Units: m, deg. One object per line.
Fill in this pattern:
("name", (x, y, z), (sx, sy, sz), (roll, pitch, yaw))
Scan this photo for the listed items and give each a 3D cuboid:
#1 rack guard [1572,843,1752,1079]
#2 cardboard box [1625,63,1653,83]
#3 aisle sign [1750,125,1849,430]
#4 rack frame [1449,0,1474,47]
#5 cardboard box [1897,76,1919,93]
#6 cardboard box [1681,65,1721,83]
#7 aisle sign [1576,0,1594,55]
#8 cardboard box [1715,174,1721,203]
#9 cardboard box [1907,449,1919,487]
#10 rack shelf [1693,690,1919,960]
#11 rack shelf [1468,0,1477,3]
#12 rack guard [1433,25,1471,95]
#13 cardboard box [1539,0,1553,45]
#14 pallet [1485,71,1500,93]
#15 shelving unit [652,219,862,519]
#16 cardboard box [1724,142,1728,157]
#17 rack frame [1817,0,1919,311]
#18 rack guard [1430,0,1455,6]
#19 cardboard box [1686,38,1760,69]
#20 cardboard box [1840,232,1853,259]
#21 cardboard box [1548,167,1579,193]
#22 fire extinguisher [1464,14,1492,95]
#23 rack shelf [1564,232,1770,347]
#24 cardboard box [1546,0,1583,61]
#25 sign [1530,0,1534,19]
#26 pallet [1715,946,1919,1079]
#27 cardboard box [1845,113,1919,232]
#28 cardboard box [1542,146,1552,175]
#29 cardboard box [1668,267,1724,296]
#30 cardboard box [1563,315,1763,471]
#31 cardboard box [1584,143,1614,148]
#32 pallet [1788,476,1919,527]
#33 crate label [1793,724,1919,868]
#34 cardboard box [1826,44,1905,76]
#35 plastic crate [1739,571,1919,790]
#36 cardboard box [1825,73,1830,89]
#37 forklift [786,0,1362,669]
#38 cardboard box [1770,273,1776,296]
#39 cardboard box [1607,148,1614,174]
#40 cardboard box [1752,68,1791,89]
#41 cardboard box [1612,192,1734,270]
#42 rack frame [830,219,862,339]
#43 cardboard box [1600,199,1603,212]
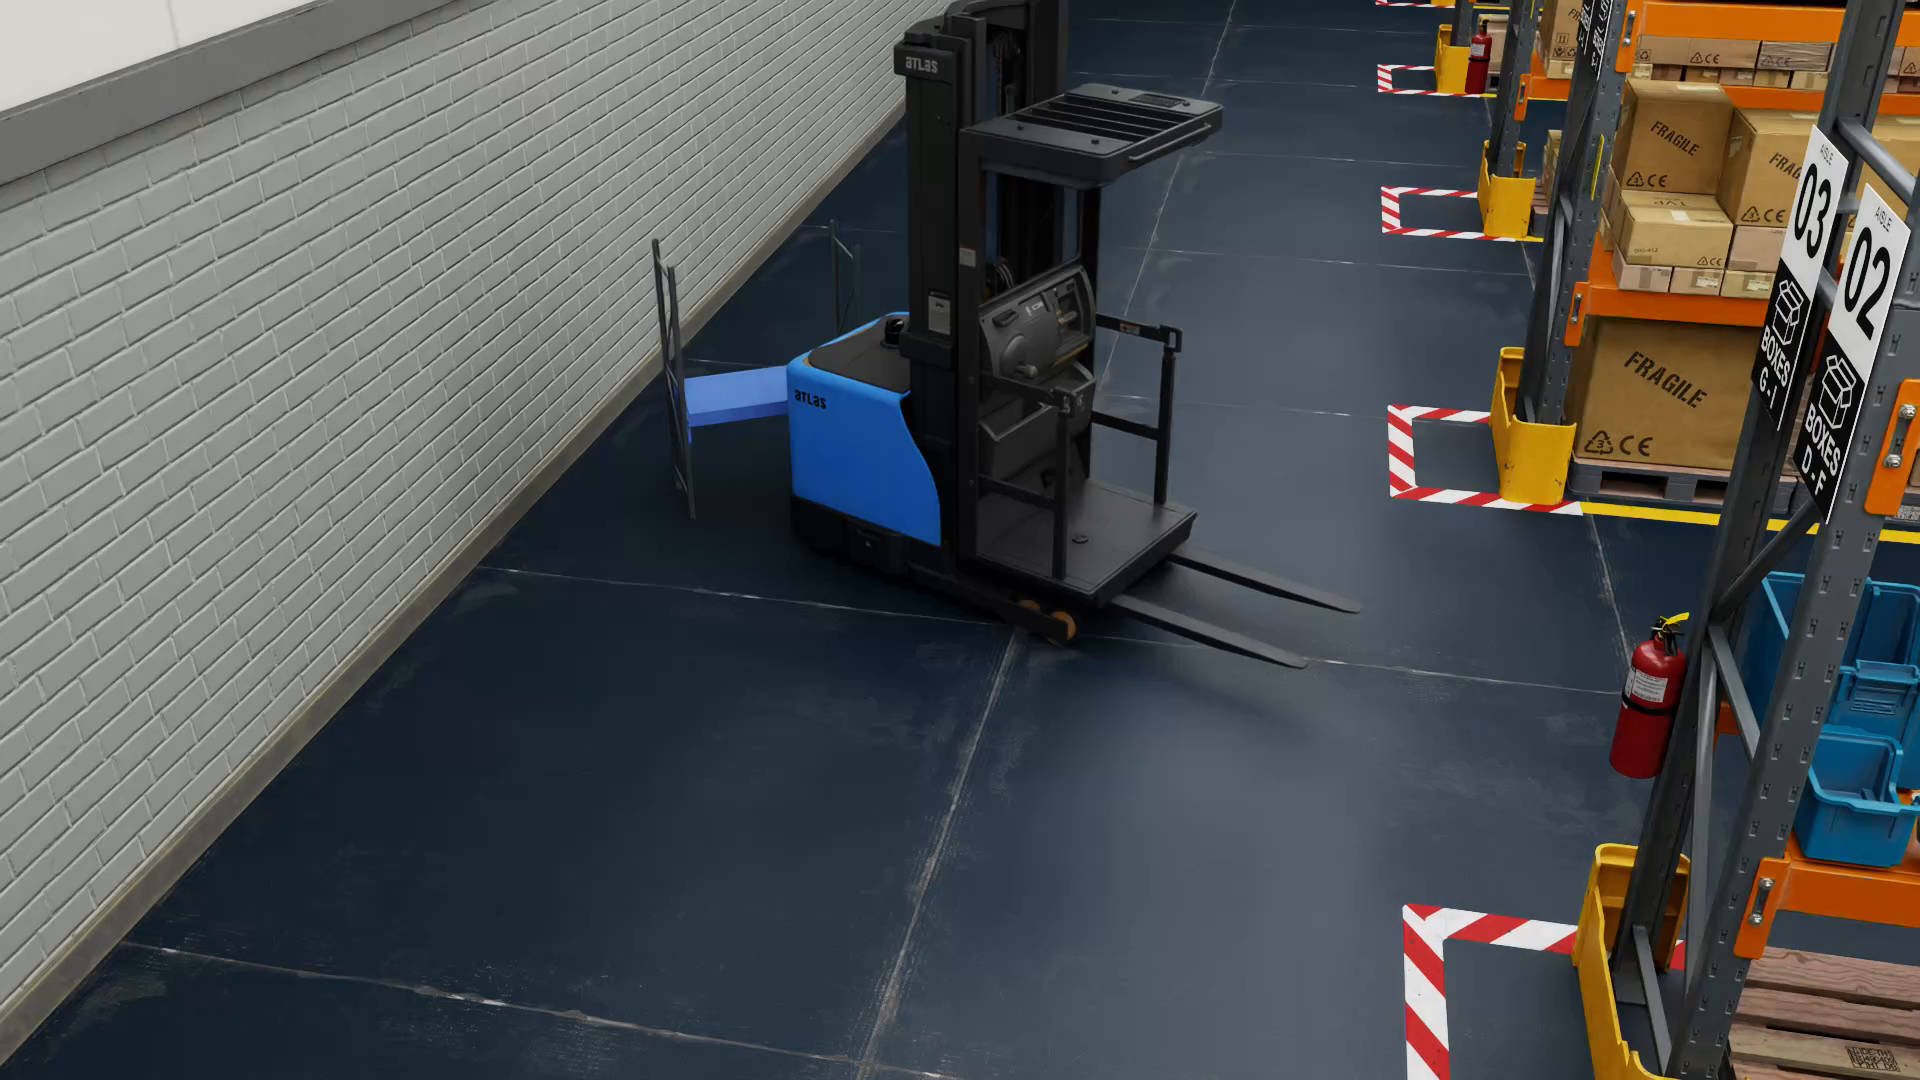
("rack guard", (2.396, 1.629, 5.754), (0.348, 0.500, 1.175), (6, 29, 11))
("cardboard box", (5.349, -3.762, 13.259), (0.250, 0.149, 0.380), (5, 29, 9))
("aisle sign", (2.413, -0.756, 4.801), (0.004, 0.787, 0.394), (6, 29, 11))
("rack frame", (5.526, -6.451, 17.910), (0.127, 3.000, 1.000), (6, 29, 11))
("cardboard box", (7.414, -3.611, 12.985), (0.250, 0.149, 0.380), (5, 29, 9))
("cardboard box", (5.891, -3.761, 13.258), (0.250, 0.149, 0.380), (6, 29, 10))
("aisle sign", (3.449, -3.086, 9.056), (0.004, 0.787, 0.394), (6, 29, 11))
("cardboard box", (4.482, -1.887, 9.419), (0.500, 0.250, 0.500), (5, 29, 10))
("cardboard box", (5.860, -0.842, 9.440), (0.875, 0.875, 0.875), (6, 29, 11))
("rack shelf", (4.378, 1.045, 4.967), (4.000, 0.370, 1.077), (6, 29, 11))
("rack shelf", (7.482, -5.935, 17.717), (4.000, 0.370, 1.077), (6, 29, 11))
("rack guard", (5.503, -5.357, 18.515), (0.348, 0.500, 1.175), (6, 29, 11))
("cardboard box", (5.085, -4.367, 13.689), (0.500, 0.500, 0.500), (6, 29, 12))
("pallet", (6.325, -5.185, 18.501), (1.213, 0.211, 1.003), (6, 29, 11))
("shelving unit", (-1.122, -0.971, 9.462), (1.048, 1.500, 0.538), (-10, 30, -17))
("cardboard box", (6.424, -3.224, 13.926), (0.250, 0.149, 0.380), (5, 29, 9))
("rack frame", (2.422, -2.103, 3.720), (0.127, 3.000, 1.000), (6, 29, 11))
("rack guard", (6.633, -7.679, 22.755), (0.348, 0.500, 1.175), (6, 29, 11))
("cardboard box", (5.978, -4.019, 13.054), (0.500, 0.500, 0.500), (6, 29, 11))
("cardboard box", (4.870, -1.586, 8.870), (0.500, 0.250, 0.500), (5, 29, 9))
("cardboard box", (5.050, -3.008, 13.842), (0.250, 0.149, 0.380), (7, 29, 13))
("fire extinguisher", (4.441, -4.161, 14.196), (0.183, 0.674, 0.296), (6, 29, 11))
("rack shelf", (5.413, -1.281, 9.216), (4.000, 0.370, 1.077), (6, 29, 11))
("cardboard box", (4.973, -4.116, 13.231), (0.500, 0.500, 0.500), (7, 30, 13))
("sign", (4.478, -4.241, 12.972), (0.005, 0.325, 0.100), (6, 29, 11))
("pallet", (3.221, 1.853, 5.646), (1.213, 0.211, 1.003), (6, 29, 11))
("cardboard box", (4.867, -1.917, 8.693), (0.500, 0.500, 0.500), (5, 29, 9))
("cardboard box", (5.167, -3.262, 14.306), (0.250, 0.149, 0.380), (5, 29, 9))
("cardboard box", (3.986, -1.471, 9.076), (0.250, 0.149, 0.380), (5, 29, 10))
("cardboard box", (4.099, -1.023, 9.770), (0.875, 0.875, 0.875), (6, 29, 11))
("cardboard box", (5.396, -3.325, 14.112), (0.250, 0.149, 0.380), (6, 29, 12))
("pallet", (5.445, -0.407, 9.774), (1.213, 0.211, 1.003), (6, 29, 11))
("crate label", (2.595, 0.755, 4.859), (0.303, 0.233, 0.416), (6, 29, 11))
("cardboard box", (6.977, -3.909, 12.852), (0.500, 0.500, 0.500), (6, 29, 10))
("plastic crate", (2.789, 0.433, 5.237), (0.499, 0.435, 0.616), (6, 29, 11))
("cardboard box", (6.895, -3.655, 13.063), (0.250, 0.149, 0.380), (5, 29, 10))
("forklift", (0.559, -1.051, 8.118), (3.031, 2.935, 1.130), (19, 34, 31))
("cardboard box", (4.492, -1.420, 8.982), (0.250, 0.149, 0.380), (5, 29, 10))
("cardboard box", (5.328, -3.128, 13.752), (0.250, 0.149, 0.380), (6, 29, 11))
("cardboard box", (6.376, -3.687, 13.123), (0.250, 0.149, 0.380), (7, 29, 12))
("cardboard box", (3.870, -1.687, 9.054), (0.500, 0.250, 0.500), (5, 29, 9))
("rack frame", (-0.642, -1.052, 9.610), (0.032, 1.500, 0.500), (-10, 30, -17))
("cardboard box", (5.310, -2.860, 13.881), (0.250, 0.149, 0.380), (6, 29, 10))
